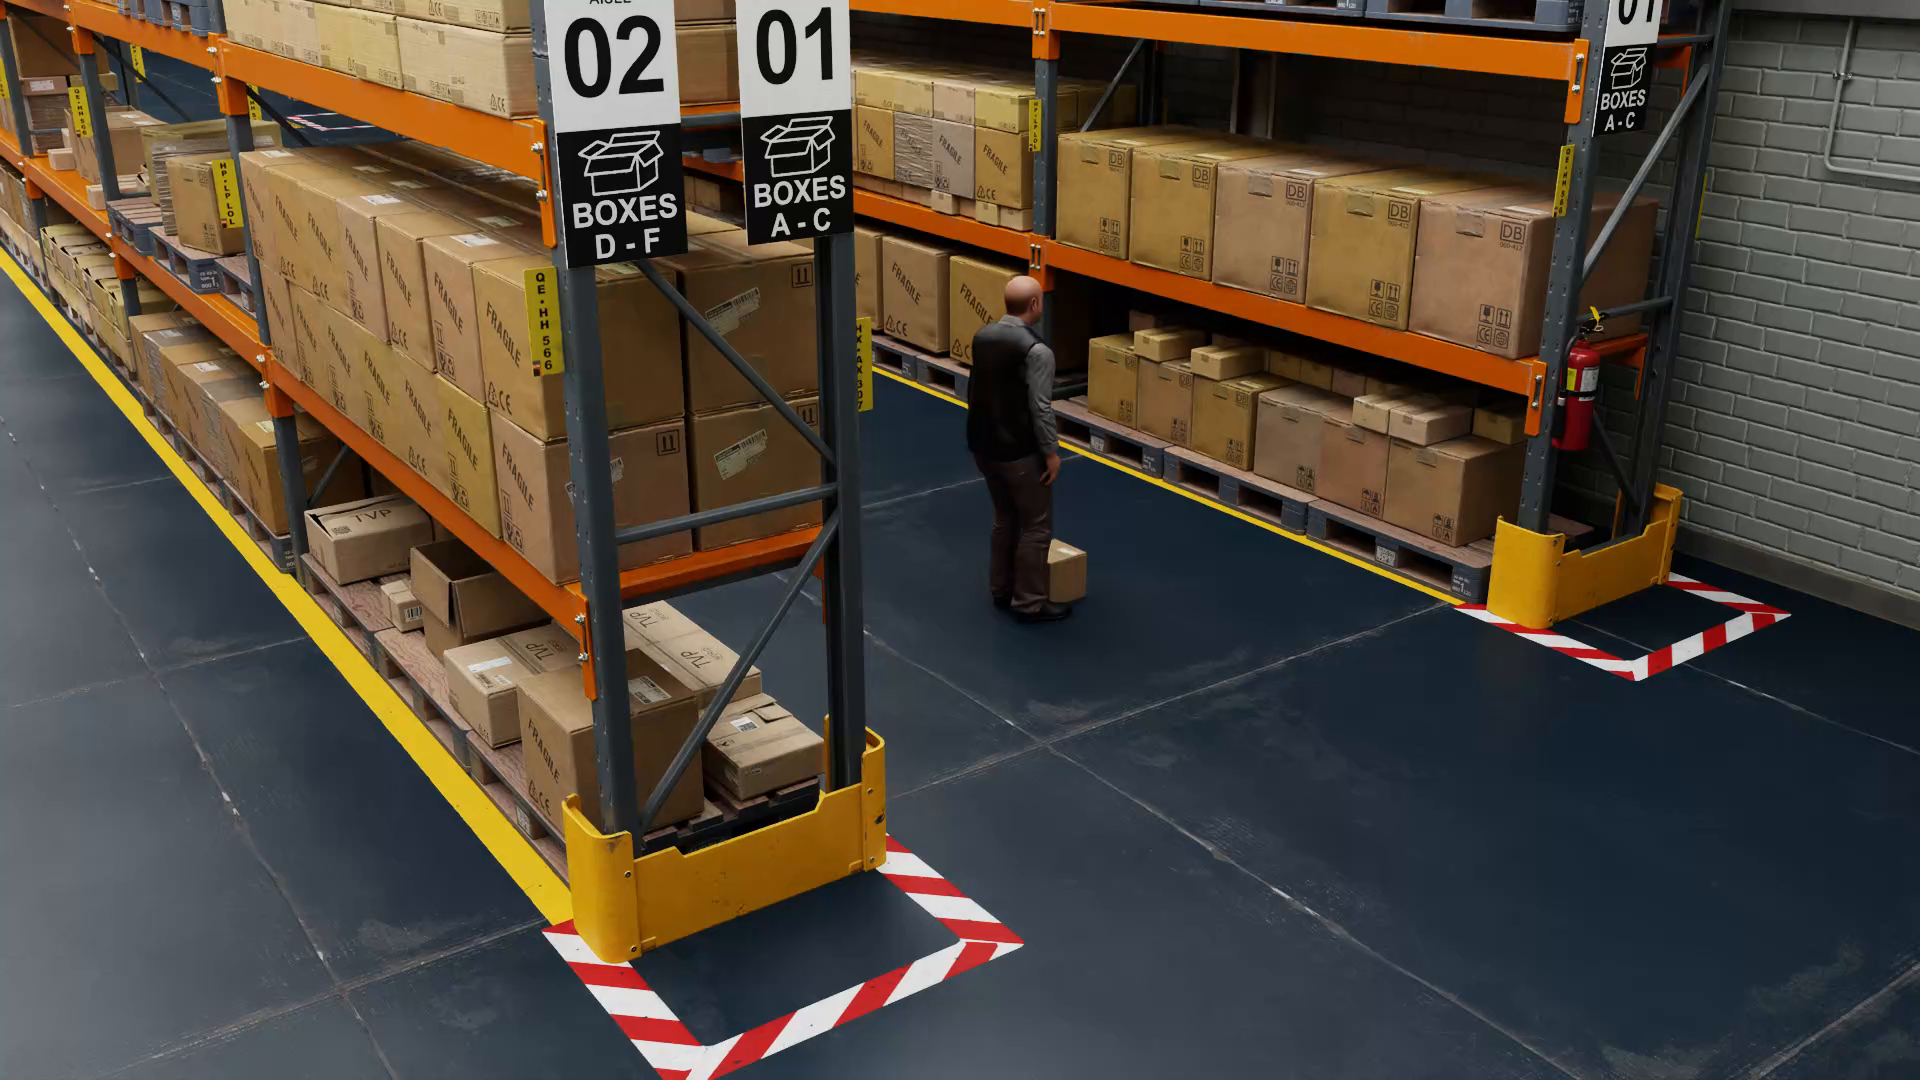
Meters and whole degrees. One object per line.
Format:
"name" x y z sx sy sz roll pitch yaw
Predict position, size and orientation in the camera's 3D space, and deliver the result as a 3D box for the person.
"person" 0.279 -0.455 8.292 0.475 1.719 0.581 -16 26 -36
